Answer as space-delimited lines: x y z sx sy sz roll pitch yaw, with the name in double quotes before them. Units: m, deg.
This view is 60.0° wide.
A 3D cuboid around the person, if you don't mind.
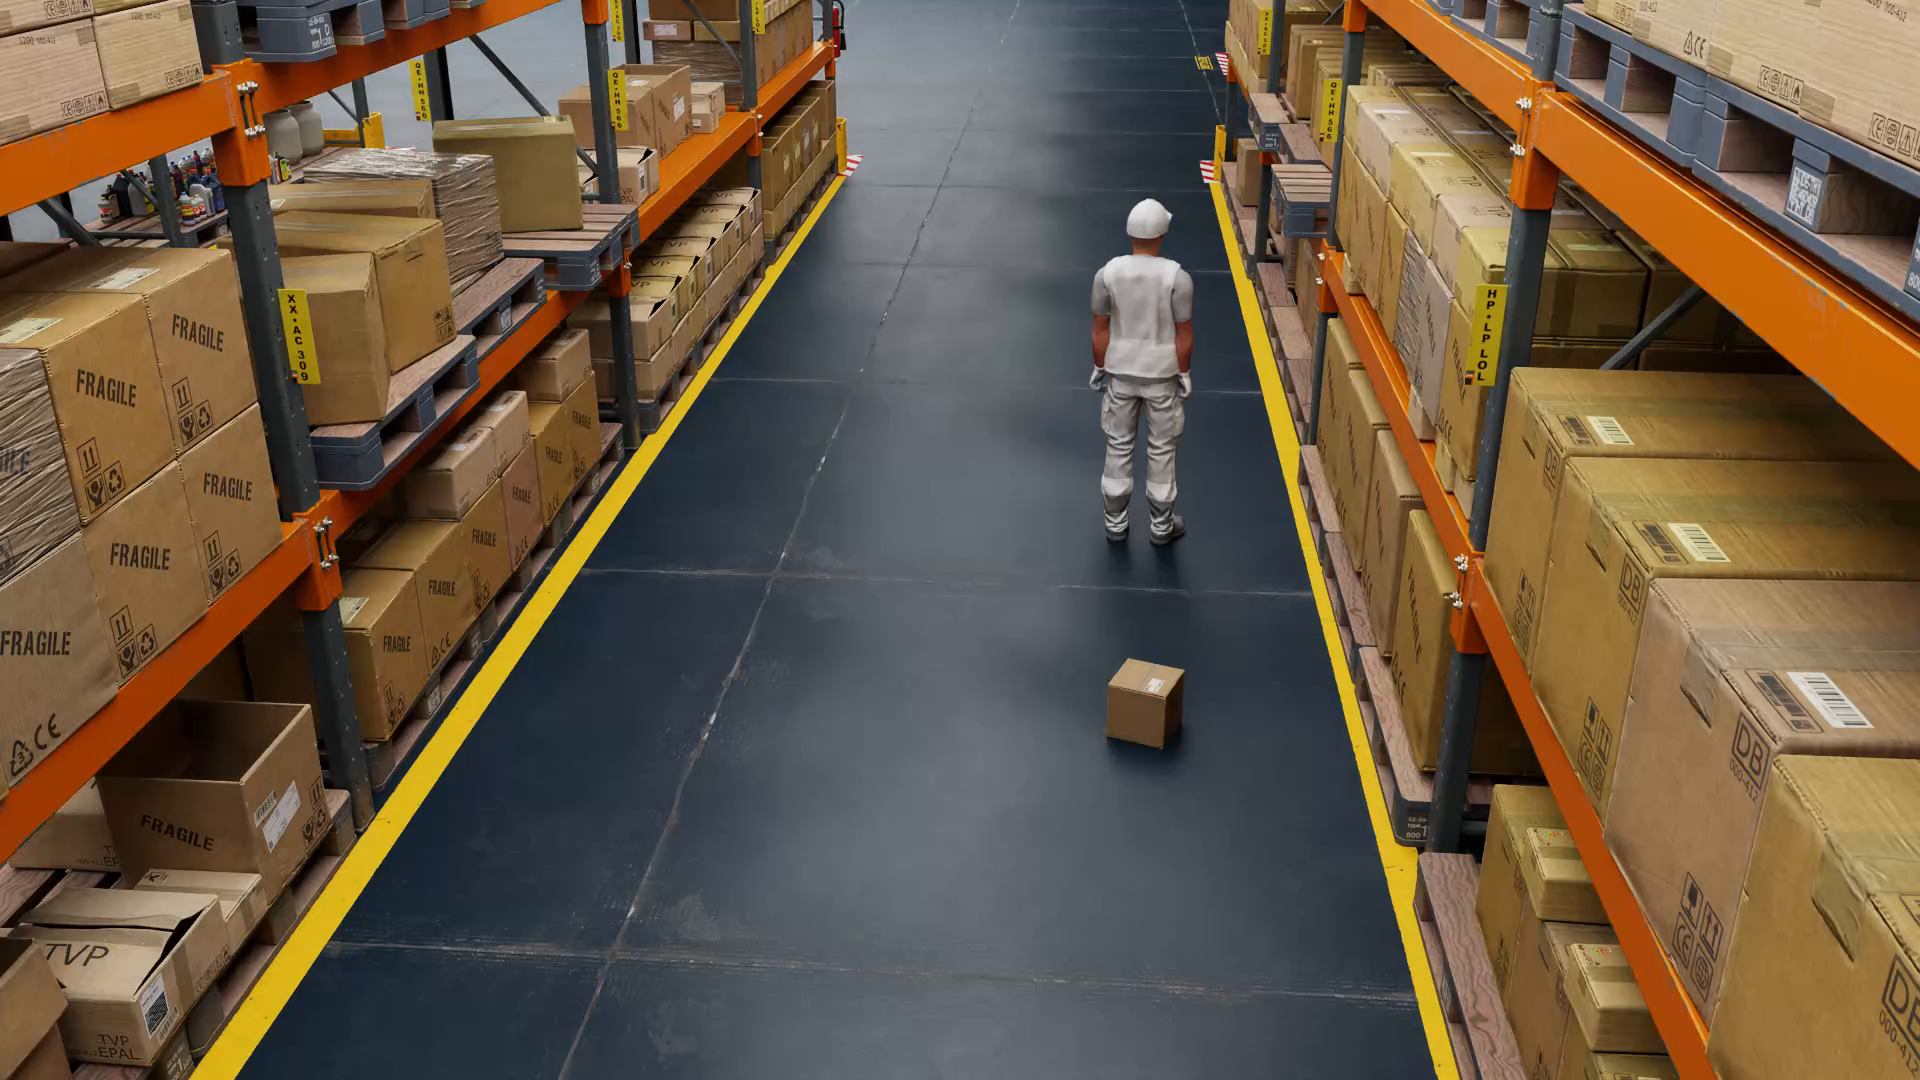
"person" 0.928 -0.841 8.433 0.536 1.795 0.373 7 25 15
